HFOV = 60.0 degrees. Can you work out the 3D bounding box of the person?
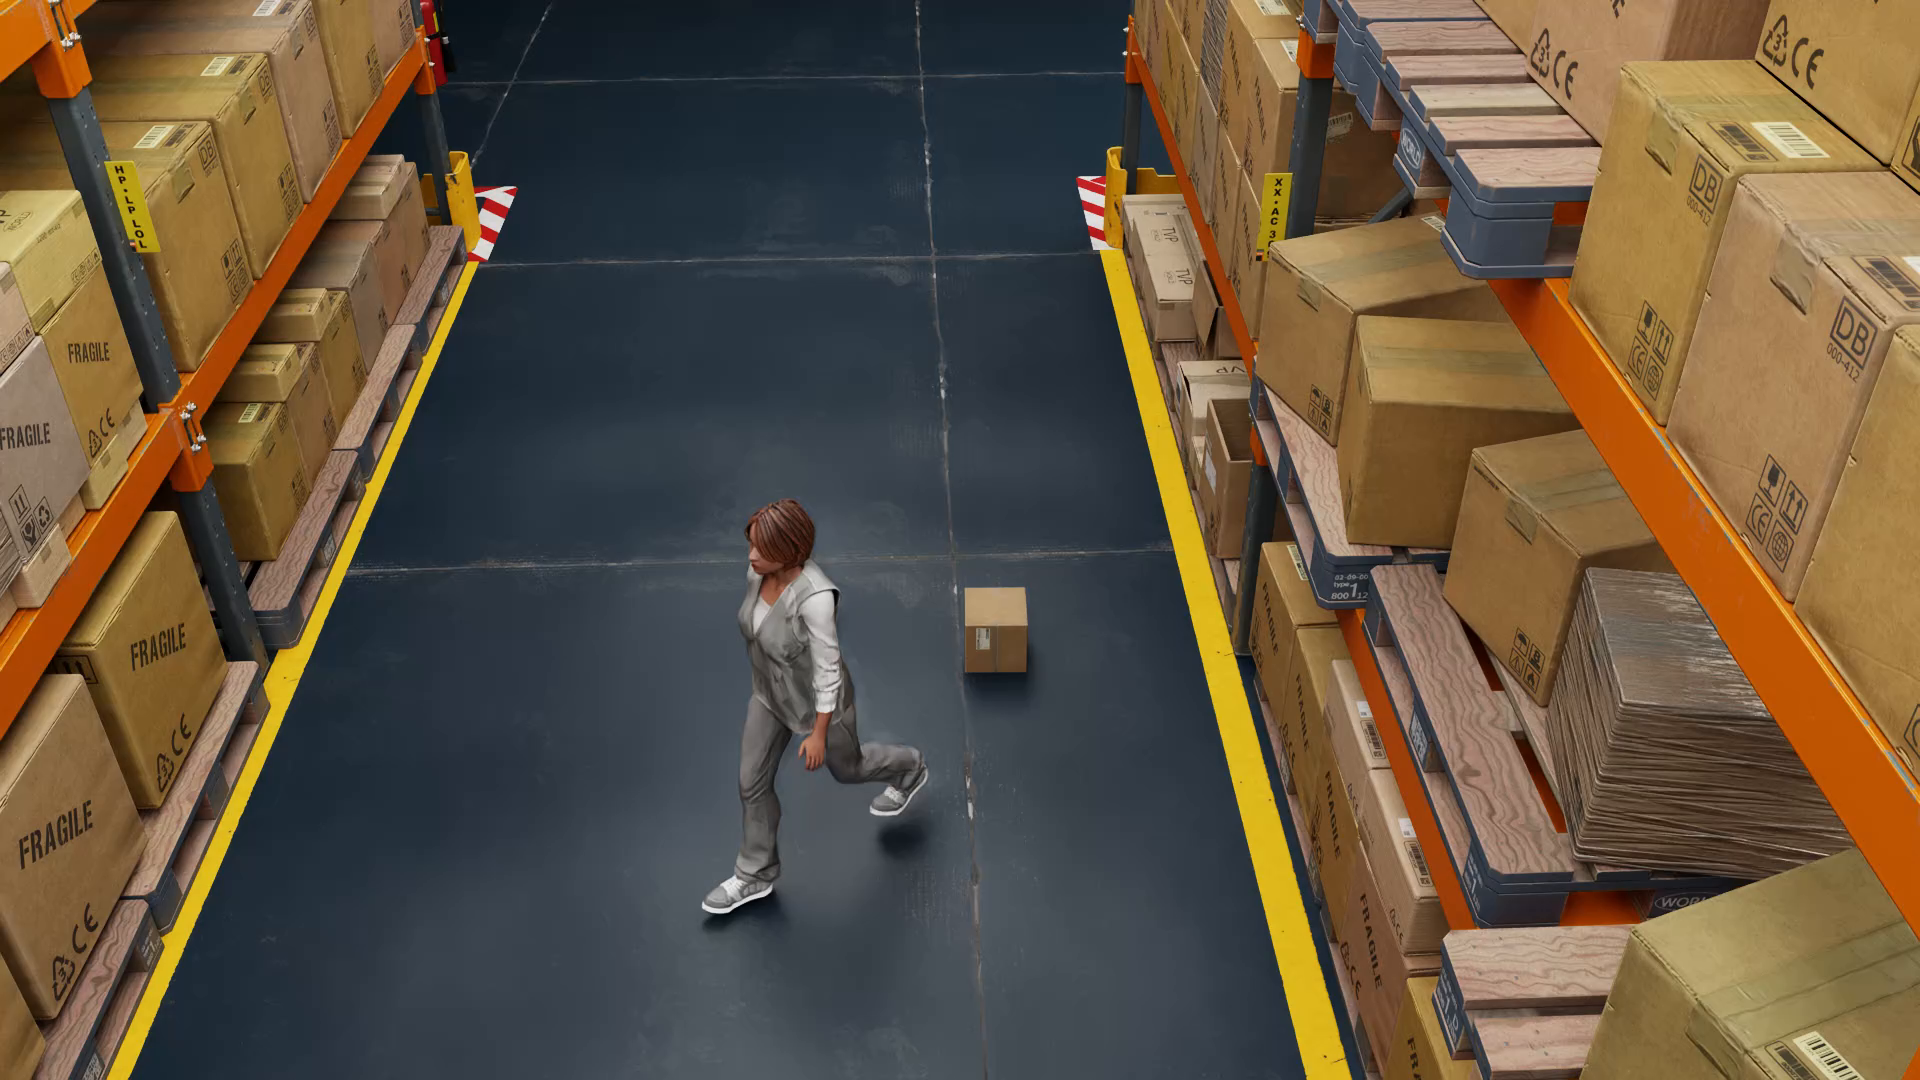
[{"bbox_3d":[-0.488,0.501,5.458,0.420,1.548,0.945,30,45,35],"label":"person"}]
